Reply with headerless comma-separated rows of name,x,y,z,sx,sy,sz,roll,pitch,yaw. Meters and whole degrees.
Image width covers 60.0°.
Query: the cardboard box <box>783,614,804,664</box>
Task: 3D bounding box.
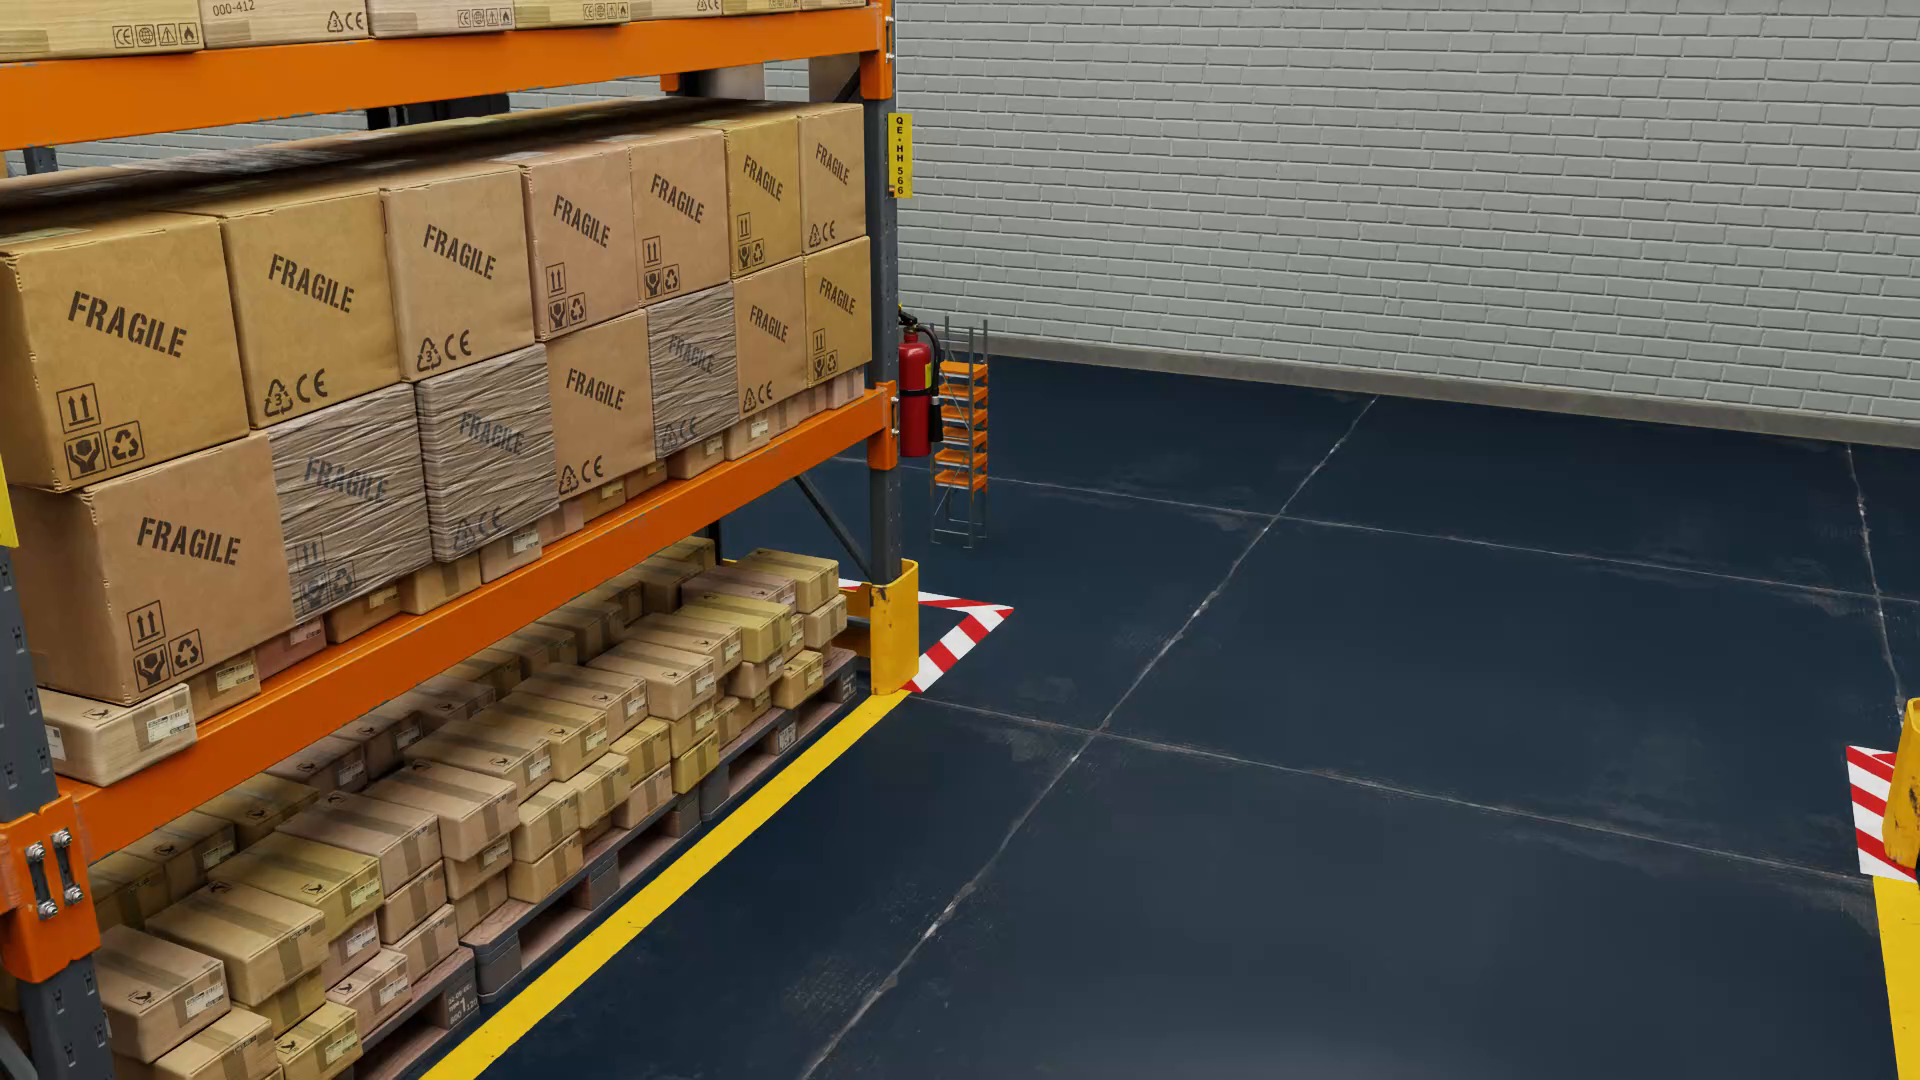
cardboard box,-0.844,0.381,6.606,0.380,0.149,0.250,8,21,21

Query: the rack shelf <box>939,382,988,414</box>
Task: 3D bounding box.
rack shelf,-0.006,-0.745,8.690,0.258,0.103,0.180,9,21,23

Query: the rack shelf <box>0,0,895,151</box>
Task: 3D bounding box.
rack shelf,-1.551,-1.360,4.915,1.077,0.370,4.000,9,21,23

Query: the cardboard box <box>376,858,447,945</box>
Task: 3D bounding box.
cardboard box,-1.728,1.012,4.830,0.380,0.149,0.250,7,21,20

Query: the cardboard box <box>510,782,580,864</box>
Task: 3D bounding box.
cardboard box,-1.433,0.863,5.249,0.380,0.149,0.250,8,21,22

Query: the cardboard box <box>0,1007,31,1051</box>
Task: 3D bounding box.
cardboard box,-2.531,1.191,4.328,0.380,0.149,0.250,9,21,24

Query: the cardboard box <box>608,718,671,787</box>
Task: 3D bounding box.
cardboard box,-1.221,0.703,5.699,0.380,0.149,0.250,10,22,25

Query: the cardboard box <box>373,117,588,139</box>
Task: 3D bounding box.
cardboard box,-1.593,-1.144,5.623,0.500,0.500,0.500,8,21,21

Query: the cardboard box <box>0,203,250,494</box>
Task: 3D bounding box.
cardboard box,-1.963,-0.438,3.637,0.500,0.500,0.500,9,22,24

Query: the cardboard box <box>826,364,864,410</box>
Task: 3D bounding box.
cardboard box,-0.608,-0.641,6.669,0.380,0.149,0.250,9,21,23

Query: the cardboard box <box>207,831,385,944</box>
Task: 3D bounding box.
cardboard box,-1.815,0.953,4.552,0.380,0.149,0.250,8,21,22

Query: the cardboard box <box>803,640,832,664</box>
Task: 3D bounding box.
cardboard box,-0.758,0.437,6.890,0.380,0.149,0.250,9,21,24

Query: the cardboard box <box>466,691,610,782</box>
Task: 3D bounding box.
cardboard box,-1.377,0.639,5.435,0.380,0.149,0.250,9,21,23

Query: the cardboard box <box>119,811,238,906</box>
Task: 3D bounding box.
cardboard box,-2.298,0.885,4.743,0.380,0.149,0.250,8,21,22

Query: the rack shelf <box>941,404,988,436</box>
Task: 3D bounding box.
rack shelf,-0.006,-0.632,8.730,0.258,0.103,0.180,9,21,23

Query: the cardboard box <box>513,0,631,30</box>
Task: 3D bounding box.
cardboard box,-1.295,-1.593,4.718,0.500,0.250,0.500,10,22,25

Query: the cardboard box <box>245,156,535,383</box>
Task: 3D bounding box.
cardboard box,-1.530,-0.748,4.510,0.500,0.500,0.500,9,21,24

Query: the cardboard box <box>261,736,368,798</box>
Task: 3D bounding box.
cardboard box,-2.094,0.721,5.204,0.380,0.149,0.250,7,21,20

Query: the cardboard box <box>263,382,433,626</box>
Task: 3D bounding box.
cardboard box,-1.742,-0.131,4.268,0.500,0.500,0.500,9,21,23

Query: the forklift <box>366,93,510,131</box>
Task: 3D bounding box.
forklift,-2.989,-1.325,8.320,3.031,2.935,1.130,-10,22,-27

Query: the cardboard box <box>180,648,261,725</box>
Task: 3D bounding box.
cardboard box,-1.918,0.313,3.988,0.380,0.149,0.250,9,22,24

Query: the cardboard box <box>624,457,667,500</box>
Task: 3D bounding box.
cardboard box,-1.216,-0.259,5.595,0.380,0.149,0.250,8,21,20

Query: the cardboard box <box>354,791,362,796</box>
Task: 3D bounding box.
cardboard box,-2.060,0.878,5.207,0.380,0.149,0.250,9,22,24

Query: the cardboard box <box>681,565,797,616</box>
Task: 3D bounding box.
cardboard box,-0.873,0.233,6.577,0.380,0.149,0.250,9,21,24

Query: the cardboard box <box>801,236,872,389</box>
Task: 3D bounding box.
cardboard box,-0.682,-0.912,6.464,0.500,0.500,0.500,9,21,24

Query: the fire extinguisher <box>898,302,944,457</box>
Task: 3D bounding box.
fire extinguisher,-0.208,-0.699,7.130,0.296,0.674,0.183,9,21,23

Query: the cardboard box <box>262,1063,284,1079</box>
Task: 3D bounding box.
cardboard box,-1.928,1.403,4.174,0.380,0.149,0.250,8,21,20

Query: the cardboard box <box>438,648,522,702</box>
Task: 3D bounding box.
cardboard box,-1.778,0.486,5.865,0.380,0.149,0.250,9,21,24

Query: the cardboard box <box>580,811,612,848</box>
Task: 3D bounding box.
cardboard box,-1.396,0.910,5.560,0.380,0.149,0.250,9,22,24

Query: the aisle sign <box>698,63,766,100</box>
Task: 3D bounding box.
aisle sign,-0.976,-2.186,6.759,0.394,0.787,0.004,9,21,23

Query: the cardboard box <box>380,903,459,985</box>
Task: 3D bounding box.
cardboard box,-1.706,1.155,4.874,0.380,0.149,0.250,8,21,22

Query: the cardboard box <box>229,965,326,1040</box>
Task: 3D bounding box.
cardboard box,-1.908,1.174,4.375,0.380,0.149,0.250,9,21,23

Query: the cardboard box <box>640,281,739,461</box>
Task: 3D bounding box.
cardboard box,-1.096,-0.599,5.583,0.500,0.500,0.500,9,21,23

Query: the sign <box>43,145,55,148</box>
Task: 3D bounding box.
sign,-4.727,-2.187,8.561,0.100,0.325,0.005,9,21,23

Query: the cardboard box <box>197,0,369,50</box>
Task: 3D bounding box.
cardboard box,-1.743,-1.277,3.830,0.500,0.250,0.500,8,21,22

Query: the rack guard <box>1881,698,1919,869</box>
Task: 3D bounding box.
rack guard,3.835,0.921,5.632,1.175,0.500,0.348,9,21,23

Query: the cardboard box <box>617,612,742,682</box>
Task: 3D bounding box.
cardboard box,-1.027,0.400,6.107,0.380,0.149,0.250,8,21,21

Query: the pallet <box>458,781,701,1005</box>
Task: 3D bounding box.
pallet,-1.629,1.055,5.688,1.003,0.211,1.213,9,21,23

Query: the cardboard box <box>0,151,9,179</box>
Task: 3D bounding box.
cardboard box,-5.176,-1.847,8.346,0.500,0.500,0.500,9,21,23

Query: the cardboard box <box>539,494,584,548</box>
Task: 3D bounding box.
cardboard box,-1.393,-0.096,5.136,0.380,0.149,0.250,9,22,25

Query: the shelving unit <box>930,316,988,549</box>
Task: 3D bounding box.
shelving unit,-0.006,-0.561,8.755,0.258,1.200,0.189,9,21,23

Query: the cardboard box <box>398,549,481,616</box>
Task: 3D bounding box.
cardboard box,-1.577,0.074,4.660,0.380,0.149,0.250,9,21,24

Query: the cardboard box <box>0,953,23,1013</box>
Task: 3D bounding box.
cardboard box,-2.462,1.046,4.291,0.380,0.149,0.250,9,22,24

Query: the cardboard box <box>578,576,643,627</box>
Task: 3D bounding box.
cardboard box,-1.480,0.241,6.554,0.380,0.149,0.250,8,21,23

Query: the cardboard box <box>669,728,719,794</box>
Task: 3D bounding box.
cardboard box,-1.094,0.763,5.976,0.380,0.149,0.250,8,21,20

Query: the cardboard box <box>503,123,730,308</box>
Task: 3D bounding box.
cardboard box,-1.105,-1.067,5.406,0.500,0.500,0.500,10,22,25

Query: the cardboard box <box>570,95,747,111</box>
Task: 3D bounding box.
cardboard box,-1.158,-1.455,6.498,0.500,0.500,0.500,8,21,22

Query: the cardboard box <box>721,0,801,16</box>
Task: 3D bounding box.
cardboard box,-0.880,-1.908,5.604,0.500,0.250,0.500,9,21,23

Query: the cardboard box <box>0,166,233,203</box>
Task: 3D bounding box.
cardboard box,-2.218,-0.673,4.298,0.500,0.500,0.500,8,21,21

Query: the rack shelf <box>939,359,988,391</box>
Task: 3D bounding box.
rack shelf,-0.006,-0.858,8.650,0.258,0.103,0.180,9,21,23

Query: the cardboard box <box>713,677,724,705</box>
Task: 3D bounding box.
cardboard box,-1.103,0.535,6.171,0.380,0.149,0.250,8,21,22

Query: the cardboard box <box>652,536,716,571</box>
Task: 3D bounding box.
cardboard box,-1.257,0.081,7.004,0.380,0.149,0.250,8,21,20

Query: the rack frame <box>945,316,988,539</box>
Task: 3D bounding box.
rack frame,0.032,-0.589,8.834,0.240,1.200,0.006,9,21,23

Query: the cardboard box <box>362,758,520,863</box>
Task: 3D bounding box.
cardboard box,-1.550,0.804,4.972,0.380,0.149,0.250,9,21,24

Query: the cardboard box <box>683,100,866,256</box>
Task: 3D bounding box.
cardboard box,-0.693,-1.382,6.292,0.500,0.500,0.500,8,21,22

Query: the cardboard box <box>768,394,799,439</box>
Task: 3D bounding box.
cardboard box,-0.833,-0.491,6.248,0.380,0.149,0.250,8,21,22

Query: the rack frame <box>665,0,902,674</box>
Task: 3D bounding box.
rack frame,-0.732,-0.897,7.016,1.000,3.000,0.127,9,21,23

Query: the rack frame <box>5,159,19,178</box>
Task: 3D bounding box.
rack frame,-5.213,-1.608,9.015,0.949,2.616,0.053,9,21,23

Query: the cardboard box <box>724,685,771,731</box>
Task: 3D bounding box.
cardboard box,-0.957,0.599,6.436,0.380,0.149,0.250,8,21,22
